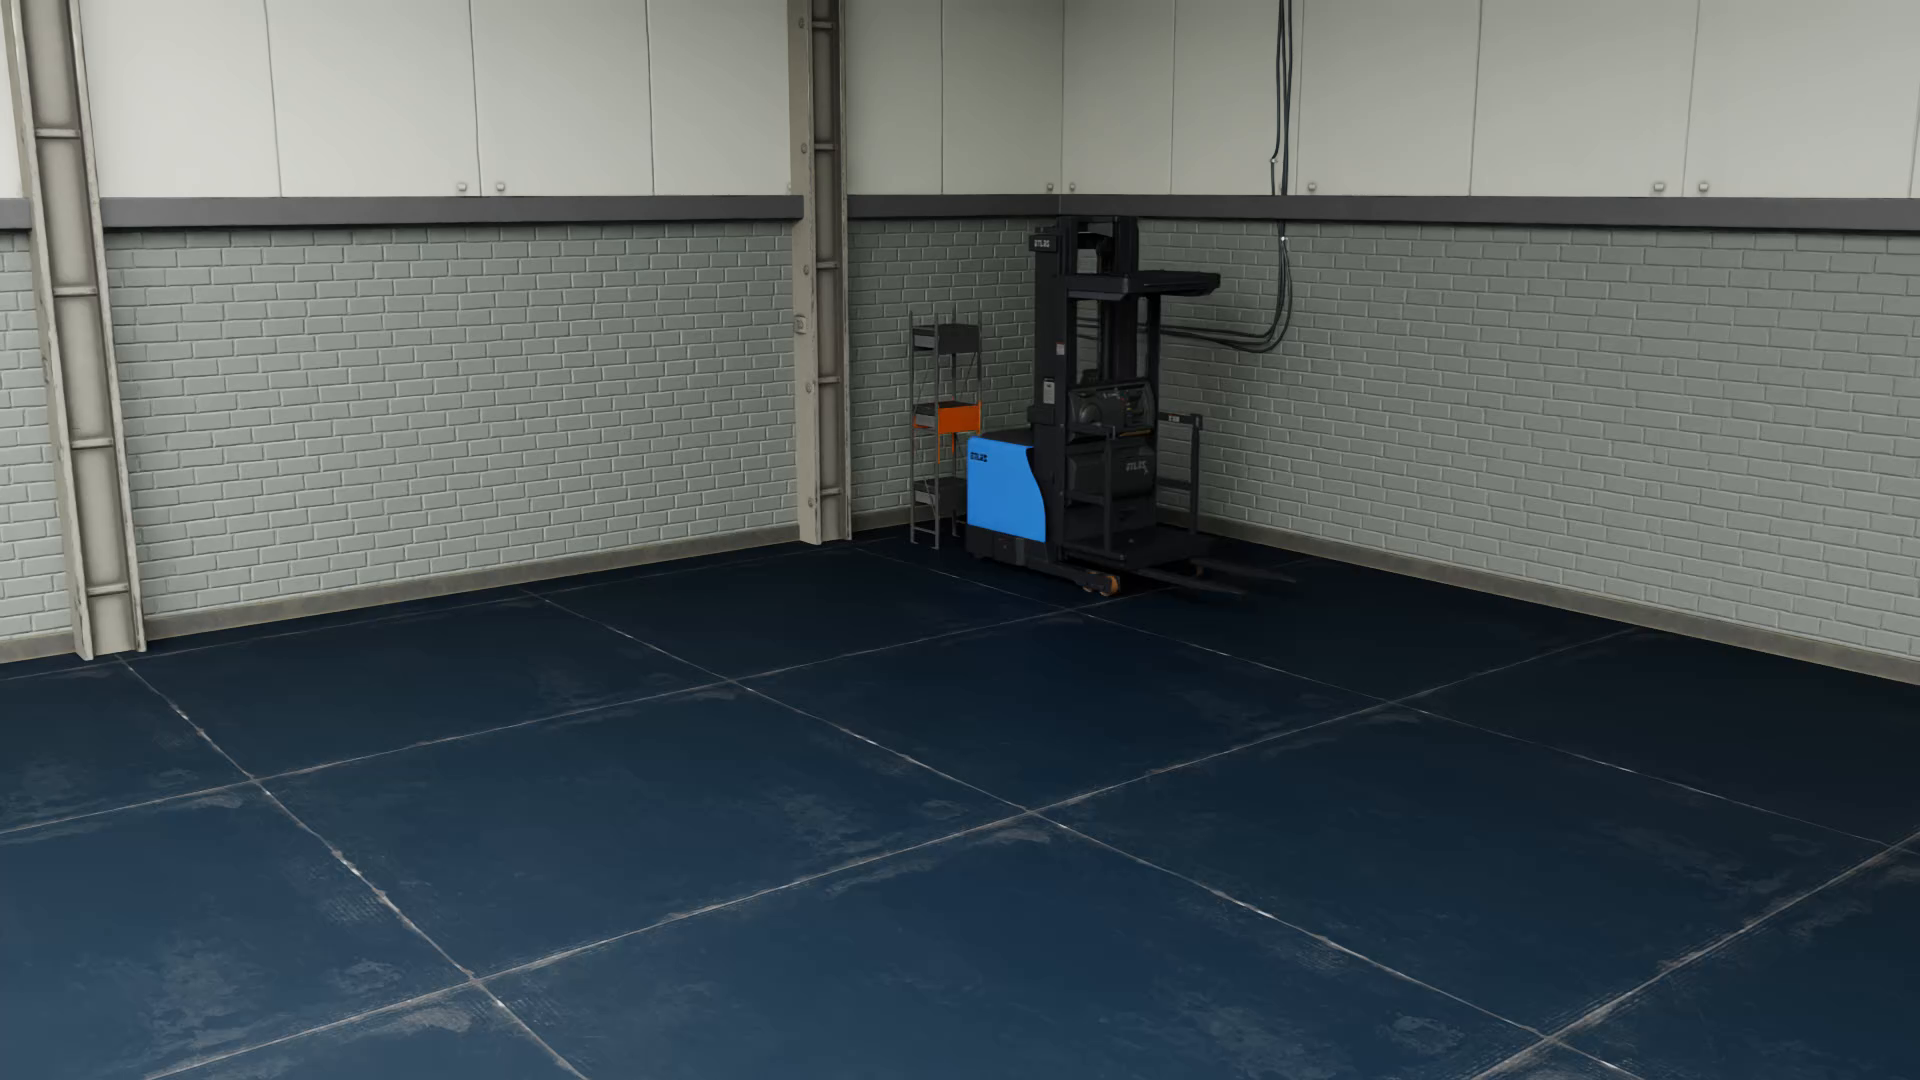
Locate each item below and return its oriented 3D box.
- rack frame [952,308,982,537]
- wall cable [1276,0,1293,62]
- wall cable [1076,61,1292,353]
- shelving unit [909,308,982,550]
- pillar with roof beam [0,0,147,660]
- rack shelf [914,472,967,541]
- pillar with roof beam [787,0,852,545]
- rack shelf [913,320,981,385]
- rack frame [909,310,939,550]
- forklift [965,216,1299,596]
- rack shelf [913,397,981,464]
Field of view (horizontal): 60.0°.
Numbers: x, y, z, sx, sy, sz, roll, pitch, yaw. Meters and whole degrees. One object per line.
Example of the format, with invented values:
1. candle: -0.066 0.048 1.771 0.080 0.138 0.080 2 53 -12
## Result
1. rack frame: 0.061 -1.037 15.080 0.015 2.100 0.400 -9 15 -38
2. wall cable: 3.578 -5.087 12.860 0.112 2.526 3.097 -9 15 -38
3. wall cable: 1.888 -3.056 15.451 0.112 2.526 3.097 -9 15 -38
4. shelving unit: -0.129 -1.006 14.931 0.503 2.100 0.431 -9 15 -38
5. pillar with roof beam: -3.235 -2.930 7.383 0.400 9.000 9.100 -9 15 -38
6. rack shelf: -0.129 -0.308 15.079 0.480 0.518 0.431 -9 15 -38
7. pillar with roof beam: 1.450 -3.708 11.050 0.400 9.000 9.100 -9 15 -38
8. rack shelf: -0.129 -1.677 14.788 0.480 0.518 0.431 -9 15 -38
9. rack frame: -0.320 -0.974 14.782 0.015 2.100 0.400 -9 15 -38
10. forklift: 1.375 -1.105 13.400 1.130 2.935 3.031 -10 15 -39
11. rack shelf: -0.129 -0.992 14.934 0.480 0.518 0.431 -9 15 -38
